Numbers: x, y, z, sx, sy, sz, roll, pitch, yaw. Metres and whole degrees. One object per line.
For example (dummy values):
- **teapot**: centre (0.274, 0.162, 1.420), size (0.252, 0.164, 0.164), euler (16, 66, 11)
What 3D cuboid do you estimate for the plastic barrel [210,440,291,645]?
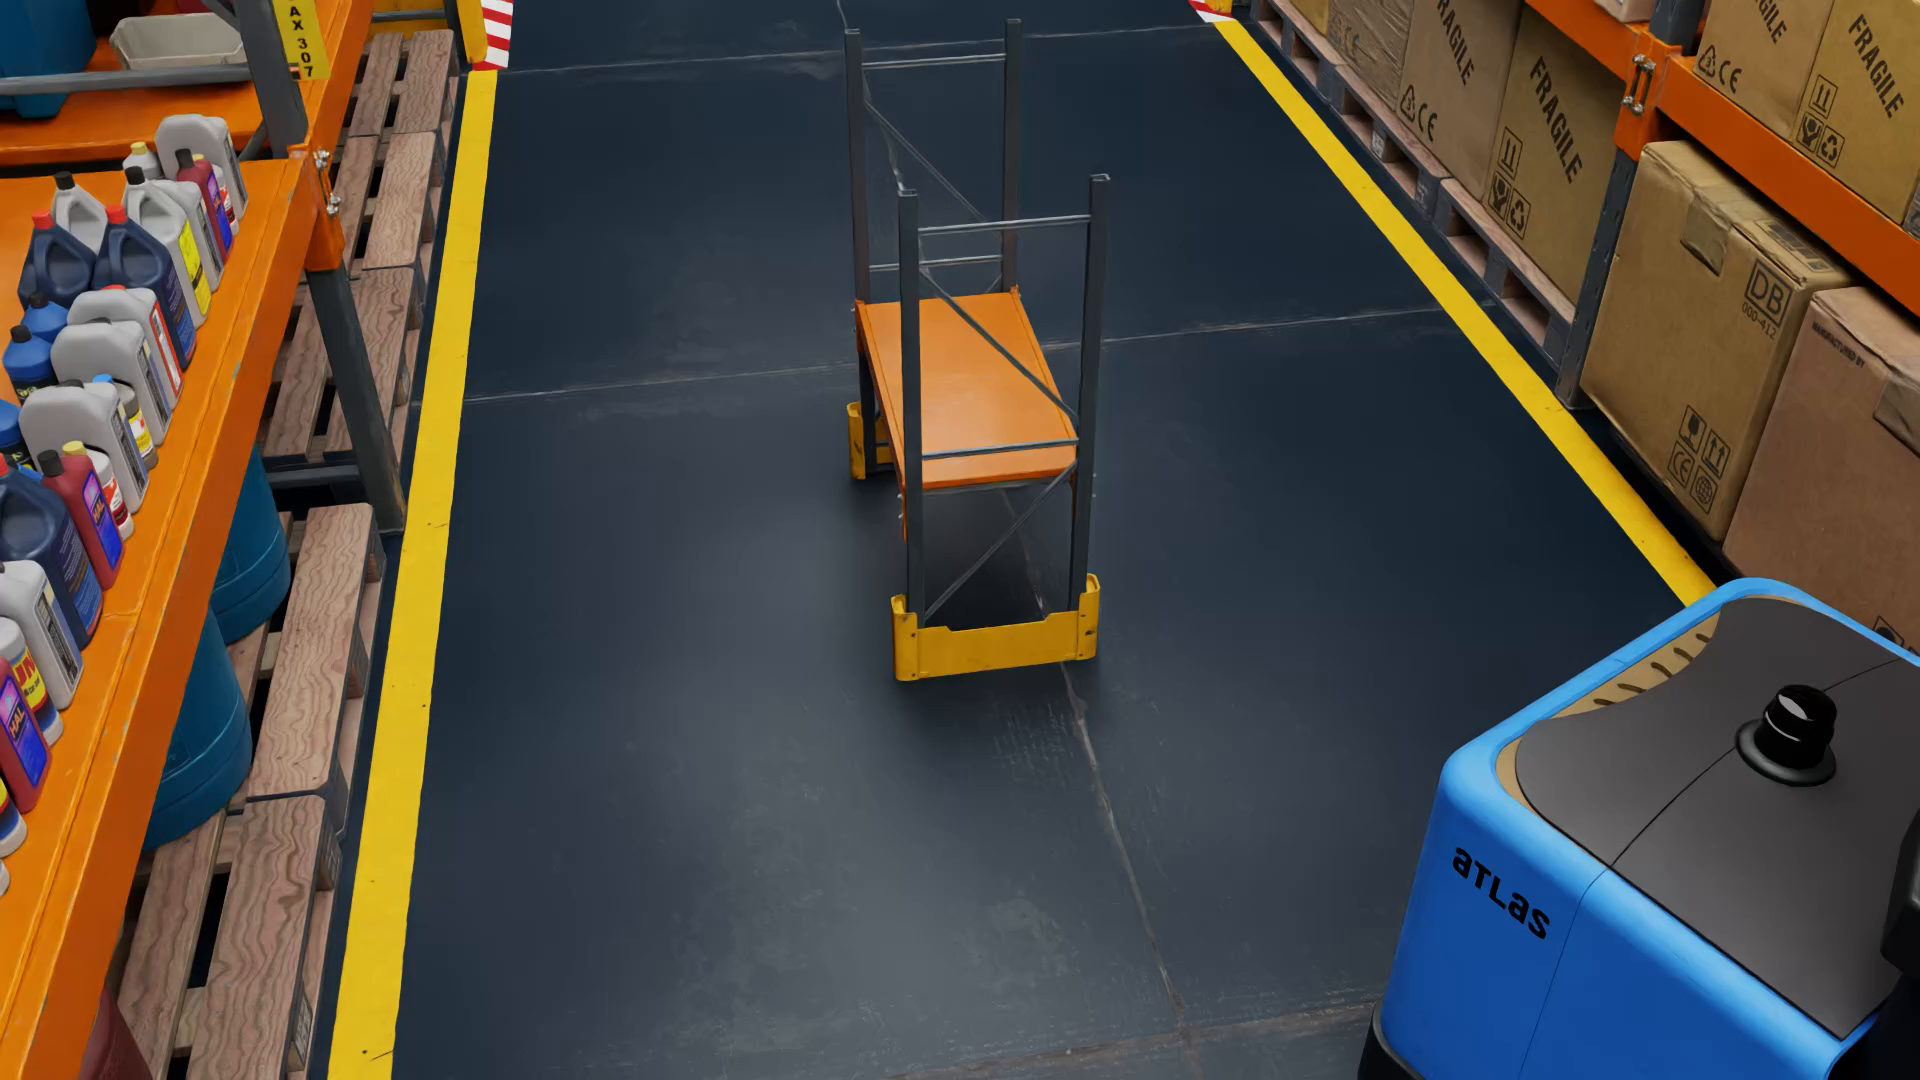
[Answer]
- **plastic barrel**: centre (-2.186, -0.194, 4.422), size (0.600, 0.901, 0.708), euler (-6, 38, -8)

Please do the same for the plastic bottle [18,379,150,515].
- **plastic bottle**: centre (-1.660, -0.188, 3.148), size (0.152, 0.276, 0.135), euler (-6, 38, -8)

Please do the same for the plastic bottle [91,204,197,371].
- **plastic bottle**: centre (-1.749, -0.536, 3.535), size (0.144, 0.351, 0.185), euler (-6, 38, -8)

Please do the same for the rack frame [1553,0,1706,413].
- **rack frame**: centre (2.612, -1.720, 5.018), size (1.000, 3.000, 0.127), euler (-6, 38, -8)

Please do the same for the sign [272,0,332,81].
- **sign**: centre (-1.722, -1.354, 4.322), size (0.100, 0.325, 0.005), euler (-6, 38, -8)

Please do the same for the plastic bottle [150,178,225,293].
- **plastic bottle**: centre (-1.813, -0.714, 3.825), size (0.152, 0.276, 0.135), euler (-6, 38, -8)

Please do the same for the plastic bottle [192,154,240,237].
- **plastic bottle**: centre (-1.830, -0.838, 4.046), size (0.097, 0.201, 0.097), euler (0, 38, 0)

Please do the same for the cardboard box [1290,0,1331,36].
- **cardboard box**: centre (2.102, -3.084, 8.165), size (0.875, 0.875, 0.875), euler (-6, 38, -8)

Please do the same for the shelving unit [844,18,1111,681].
- **shelving unit**: centre (0.013, -0.546, 4.731), size (0.587, 1.500, 1.083), euler (-6, 38, -8)

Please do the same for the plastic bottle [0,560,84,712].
- **plastic bottle**: centre (-1.564, 0.144, 2.720), size (0.152, 0.276, 0.135), euler (-6, 38, -8)

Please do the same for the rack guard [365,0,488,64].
- **rack guard**: centre (-2.983, -2.629, 8.226), size (1.175, 0.500, 0.348), euler (-6, 38, -8)

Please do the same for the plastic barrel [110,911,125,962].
- **plastic barrel**: centre (-2.051, 0.739, 3.540), size (0.421, 0.512, 0.421), euler (0, 38, 0)

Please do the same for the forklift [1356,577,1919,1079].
- **forklift**: centre (2.124, 0.649, 2.025), size (1.130, 2.935, 3.031), euler (-24, 44, -28)

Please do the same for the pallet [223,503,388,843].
- **pallet**: centre (-2.170, 0.385, 4.582), size (1.003, 0.211, 1.213), euler (-6, 38, -8)

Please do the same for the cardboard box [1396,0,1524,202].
- **cardboard box**: centre (2.417, -1.997, 6.765), size (0.875, 0.875, 0.875), euler (-6, 38, -8)

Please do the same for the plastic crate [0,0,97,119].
- **plastic crate**: centre (-2.682, -1.449, 4.635), size (0.392, 0.384, 0.575), euler (-6, 38, -8)

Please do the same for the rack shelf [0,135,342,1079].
- **rack shelf**: centre (-1.914, 0.305, 2.998), size (1.077, 0.370, 4.000), euler (-6, 38, -8)

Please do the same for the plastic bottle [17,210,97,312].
- **plastic bottle**: centre (-1.891, -0.520, 3.515), size (0.144, 0.351, 0.185), euler (-6, 38, -8)

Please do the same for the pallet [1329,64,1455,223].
- **pallet**: centre (2.338, -1.824, 7.426), size (1.003, 0.211, 1.213), euler (-6, 38, -8)

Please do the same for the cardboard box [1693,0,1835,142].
- **cardboard box**: centre (2.446, -1.454, 4.595), size (0.500, 0.500, 0.500), euler (-6, 38, -8)

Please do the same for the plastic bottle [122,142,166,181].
- **plastic bottle**: centre (-1.997, -0.880, 4.100), size (0.097, 0.201, 0.097), euler (0, 38, 0)

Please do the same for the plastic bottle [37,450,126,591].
- **plastic bottle**: centre (-1.575, -0.056, 2.972), size (0.061, 0.283, 0.133), euler (-6, 38, -8)

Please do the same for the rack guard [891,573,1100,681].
- **rack guard**: centre (0.101, 0.248, 4.727), size (0.587, 0.250, 0.087), euler (-6, 38, -8)

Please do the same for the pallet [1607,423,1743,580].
- **pallet**: centre (2.821, -0.160, 5.284), size (1.003, 0.211, 1.213), euler (-6, 38, -8)

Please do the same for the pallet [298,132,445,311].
- **pallet**: centre (-2.649, -1.264, 6.705), size (1.003, 0.211, 1.213), euler (-6, 38, -8)

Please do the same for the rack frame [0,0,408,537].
- **rack frame**: centre (-2.264, -1.187, 4.333), size (1.000, 3.000, 0.127), euler (-6, 38, -8)

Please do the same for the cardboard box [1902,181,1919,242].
- **cardboard box**: centre (2.623, -0.848, 3.816), size (0.500, 0.500, 0.500), euler (-7, 38, -9)

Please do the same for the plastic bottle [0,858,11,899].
- **plastic bottle**: centre (-1.459, 0.412, 2.380), size (0.097, 0.271, 0.097), euler (0, 38, 0)

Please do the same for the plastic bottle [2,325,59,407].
- **plastic bottle**: centre (-1.821, -0.301, 3.298), size (0.097, 0.271, 0.097), euler (0, 38, 0)

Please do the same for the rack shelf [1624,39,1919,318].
- **rack shelf**: centre (2.963, -0.227, 3.684), size (1.077, 0.370, 4.000), euler (-6, 38, -8)

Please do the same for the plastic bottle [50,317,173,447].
- **plastic bottle**: centre (-1.701, -0.328, 3.328), size (0.152, 0.276, 0.135), euler (-6, 38, -8)

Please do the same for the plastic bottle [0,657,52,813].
- **plastic bottle**: centre (-1.478, 0.276, 2.544), size (0.061, 0.283, 0.133), euler (-6, 38, -8)

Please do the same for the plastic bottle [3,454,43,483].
- **plastic bottle**: centre (-1.650, -0.032, 2.951), size (0.097, 0.271, 0.097), euler (0, 38, 0)

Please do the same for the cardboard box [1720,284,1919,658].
- **cardboard box**: centre (2.901, -0.122, 4.352), size (1.225, 0.875, 0.875), euler (-7, 38, -10)

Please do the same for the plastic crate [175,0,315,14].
- **plastic crate**: centre (-2.174, -1.802, 5.023), size (0.402, 0.464, 0.583), euler (-6, 38, -8)

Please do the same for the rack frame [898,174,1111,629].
- **rack frame**: centre (0.104, -0.234, 4.328), size (0.500, 1.500, 0.032), euler (-6, 38, -8)
